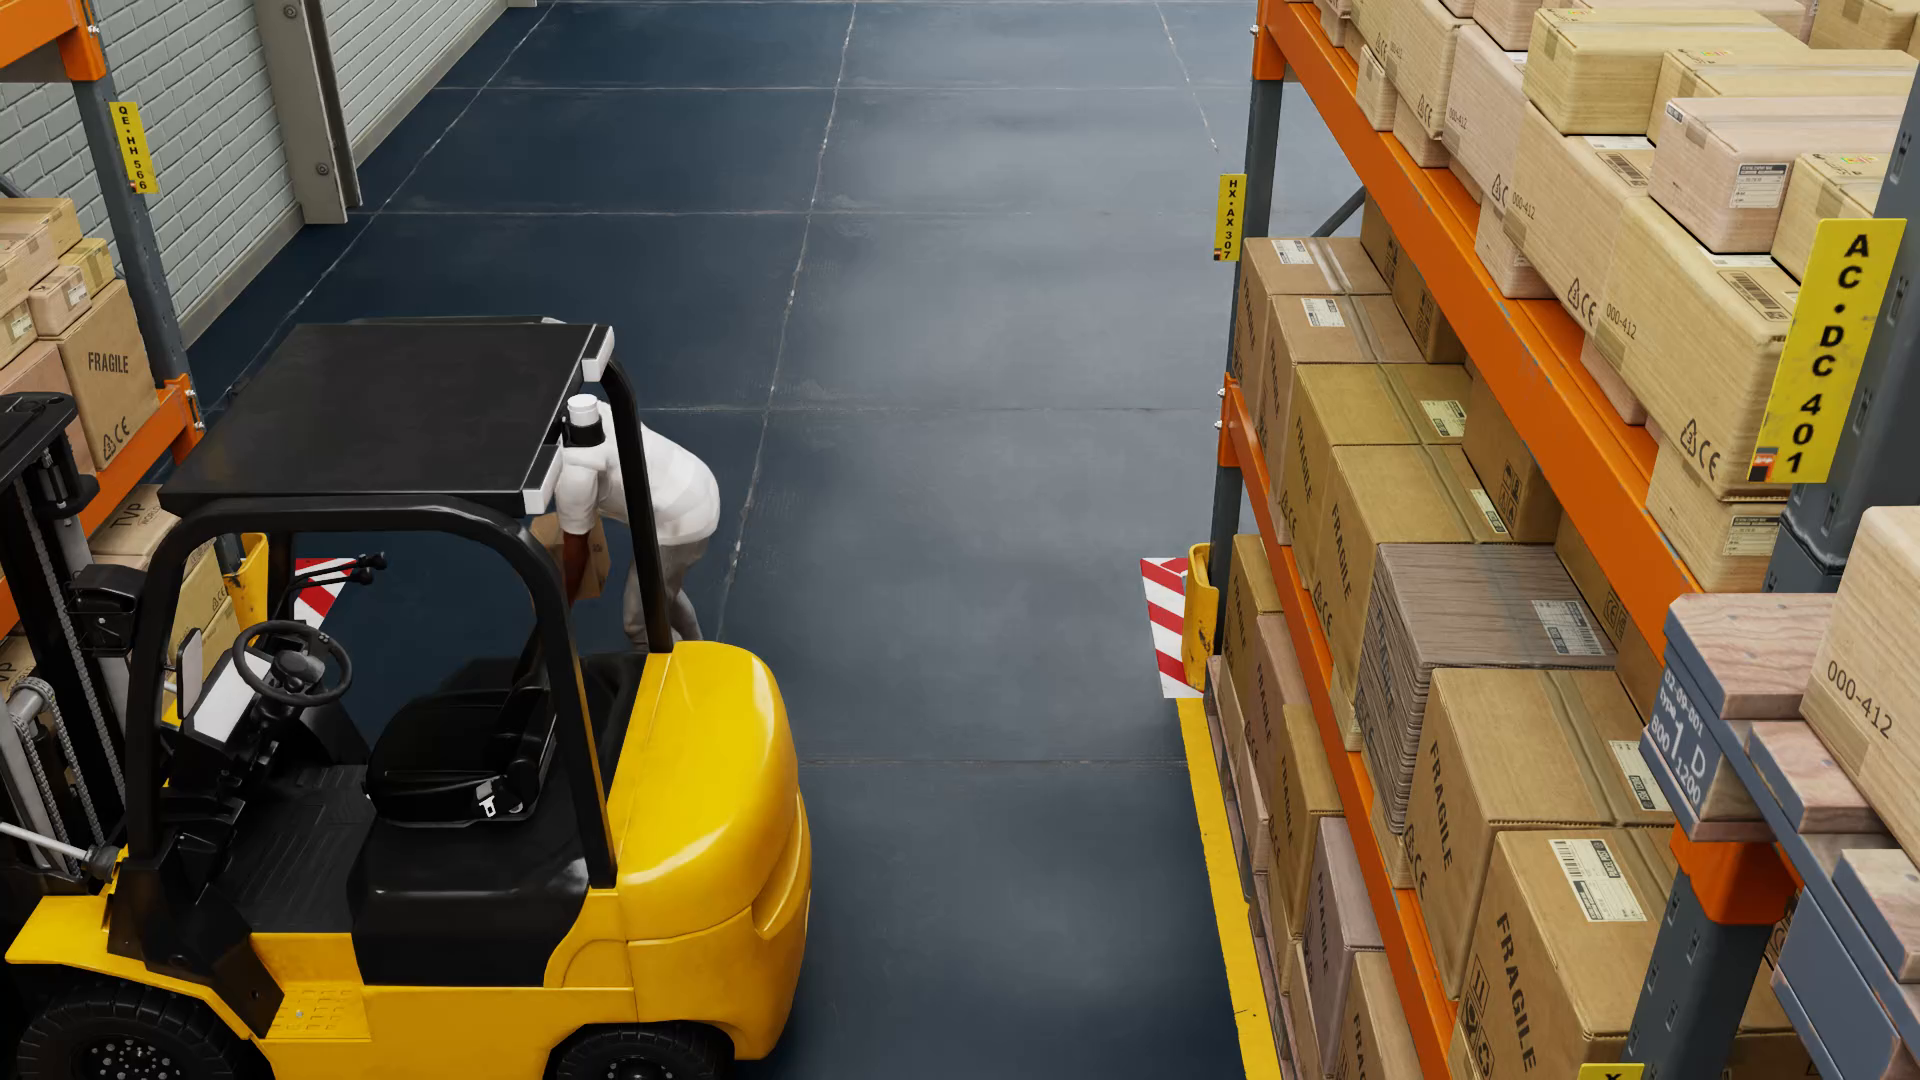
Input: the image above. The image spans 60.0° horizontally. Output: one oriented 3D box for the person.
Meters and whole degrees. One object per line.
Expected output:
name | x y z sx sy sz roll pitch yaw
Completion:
person | -1.323 0.026 6.325 0.832 1.497 0.488 -1 31 -2
